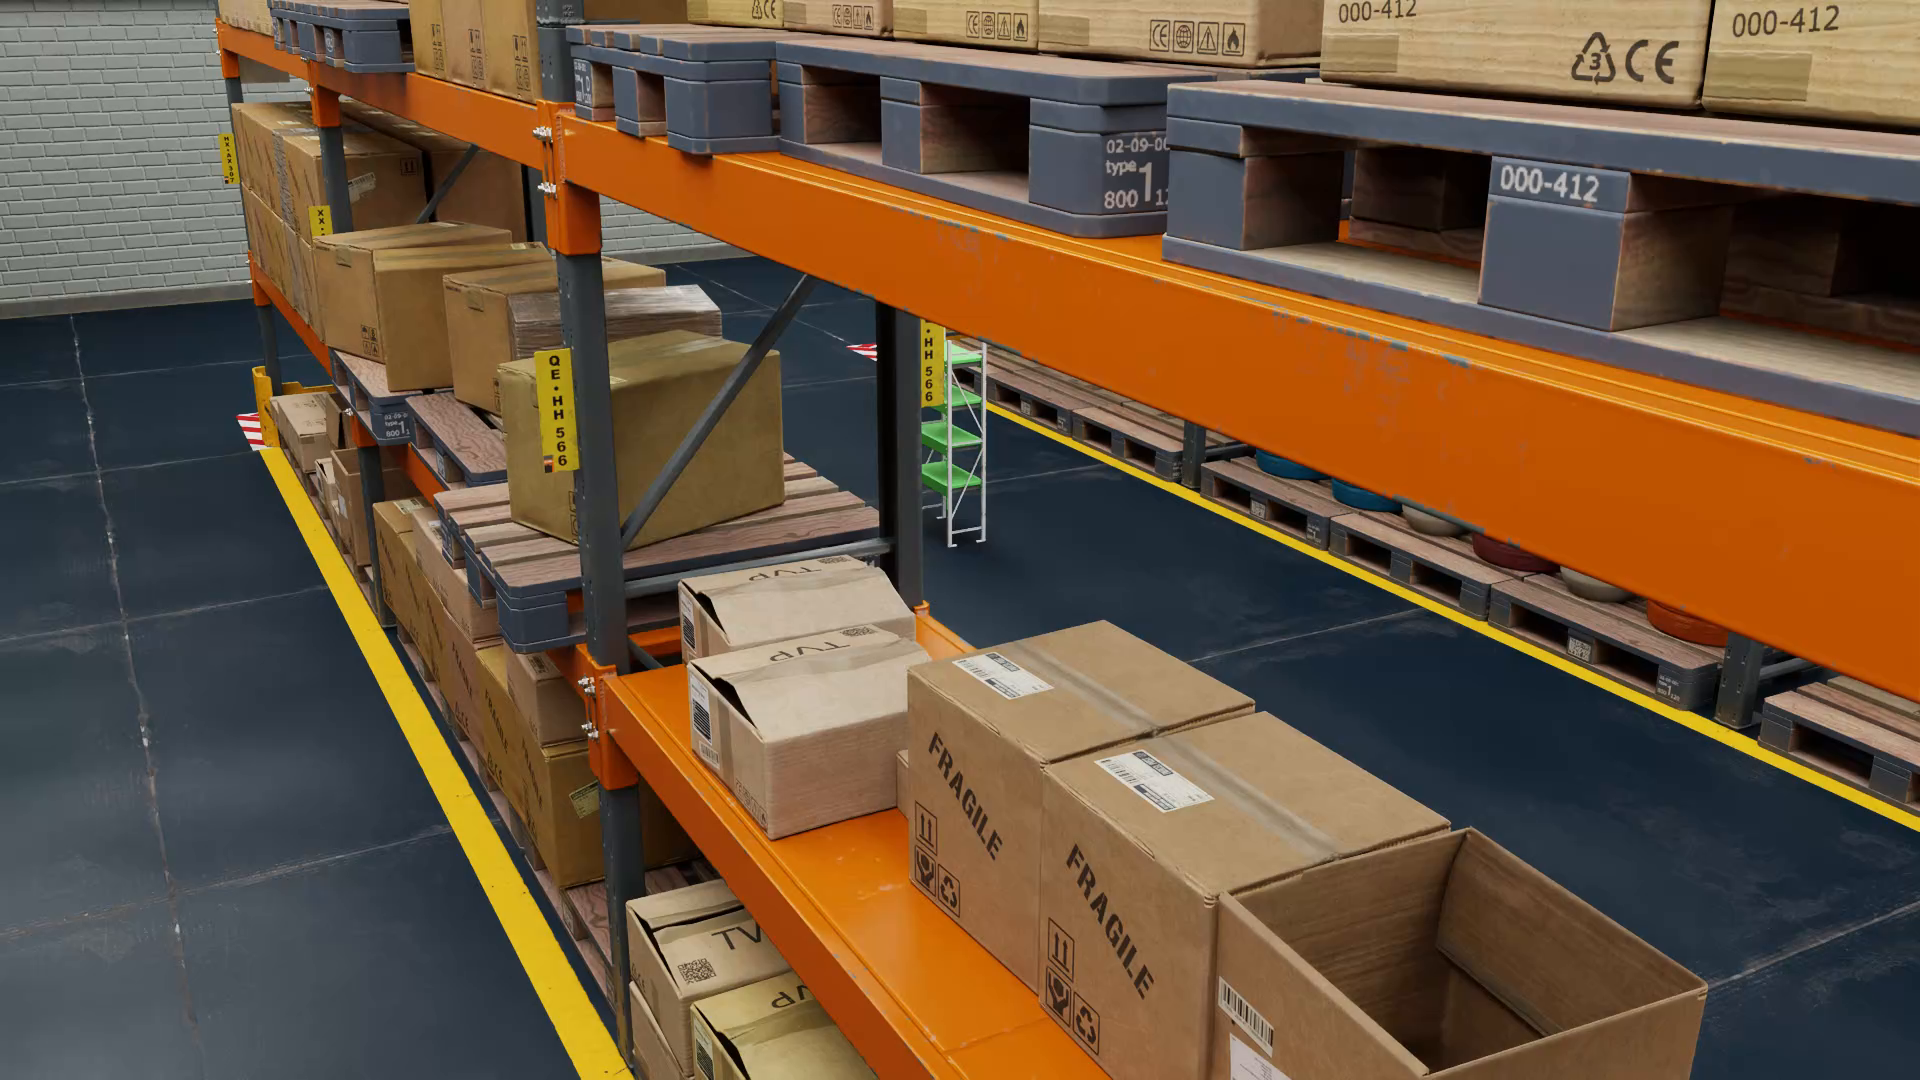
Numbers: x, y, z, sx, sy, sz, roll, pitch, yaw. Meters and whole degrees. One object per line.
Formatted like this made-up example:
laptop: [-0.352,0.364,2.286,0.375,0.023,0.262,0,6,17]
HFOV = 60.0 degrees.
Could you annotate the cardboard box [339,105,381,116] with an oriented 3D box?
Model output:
cardboard box: [-3.683,-2.500,10.592,0.500,0.500,0.500,-9,21,-25]

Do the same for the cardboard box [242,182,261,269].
cardboard box: [-4.399,-2.089,10.934,0.500,0.500,0.500,-9,21,-26]

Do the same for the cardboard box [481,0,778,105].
cardboard box: [-0.815,-1.499,4.625,0.910,0.500,0.500,-10,21,-27]

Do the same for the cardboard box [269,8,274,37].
cardboard box: [-3.171,-2.652,8.351,0.500,0.250,0.500,-10,21,-27]

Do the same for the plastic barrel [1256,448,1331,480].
plastic barrel: [2.126,-0.876,10.144,0.600,0.901,0.708,-10,21,-27]

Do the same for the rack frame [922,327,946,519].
rack frame: [-0.194,-0.685,9.776,0.240,1.200,0.015,-10,21,-27]

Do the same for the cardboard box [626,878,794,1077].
cardboard box: [-0.588,1.118,4.503,0.500,0.311,0.500,-9,21,-25]

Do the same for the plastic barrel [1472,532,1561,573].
plastic barrel: [2.999,-0.200,8.666,0.600,0.588,0.708,-10,21,-27]

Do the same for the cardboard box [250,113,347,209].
cardboard box: [-3.911,-2.269,9.921,0.500,0.500,0.500,-10,21,-26]

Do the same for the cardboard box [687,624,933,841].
cardboard box: [-0.324,0.415,3.966,0.500,0.311,0.500,-10,22,-27]

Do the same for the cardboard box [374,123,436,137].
cardboard box: [-2.943,-2.056,9.306,0.500,0.500,0.500,-11,22,-28]

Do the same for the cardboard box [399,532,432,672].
cardboard box: [-2.200,0.240,7.495,0.500,0.500,0.500,-10,21,-26]

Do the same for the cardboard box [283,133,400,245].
cardboard box: [-3.192,-1.833,8.660,0.500,0.500,0.500,-10,22,-28]

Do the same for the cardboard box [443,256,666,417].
cardboard box: [-1.585,-0.810,6.583,0.700,0.500,0.500,-17,25,-40]

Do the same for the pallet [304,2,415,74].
pallet: [-1.735,-1.896,6.216,1.213,0.211,1.003,-10,21,-27]

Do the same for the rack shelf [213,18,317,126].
rack shelf: [-3.428,-2.714,9.402,1.077,0.370,4.000,-10,21,-27]

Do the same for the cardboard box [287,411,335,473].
cardboard box: [-3.894,-0.631,10.403,0.500,0.250,0.500,-10,21,-27]

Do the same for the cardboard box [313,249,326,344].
cardboard box: [-2.941,-1.213,8.394,0.500,0.500,0.500,-10,21,-26]

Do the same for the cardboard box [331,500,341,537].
cardboard box: [-3.229,-0.140,9.135,0.380,0.149,0.250,-10,21,-27]

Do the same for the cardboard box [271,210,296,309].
cardboard box: [-3.677,-1.654,9.672,0.500,0.500,0.500,-10,21,-26]

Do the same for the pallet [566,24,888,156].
pallet: [-0.178,-1.061,3.799,1.213,0.211,1.003,-9,21,-24]

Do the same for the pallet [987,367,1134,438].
pallet: [0.916,-1.066,12.396,1.003,0.211,1.213,-10,21,-27]

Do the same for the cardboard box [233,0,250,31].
cardboard box: [-3.892,-3.081,9.594,0.500,0.250,0.500,-10,21,-27]

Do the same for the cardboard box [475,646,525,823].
cardboard box: [-1.475,0.679,6.222,0.500,0.500,0.500,-11,22,-29]

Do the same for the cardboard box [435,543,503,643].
cardboard box: [-1.749,0.165,6.563,0.500,0.250,0.500,-10,22,-28]

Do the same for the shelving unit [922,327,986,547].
shelving unit: [-0.079,-0.615,9.573,0.258,1.200,0.503,-10,21,-27]

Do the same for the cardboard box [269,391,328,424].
cardboard box: [-4.481,-0.897,11.328,0.380,0.149,0.250,-10,21,-27]

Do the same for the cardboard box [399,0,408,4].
cardboard box: [-1.668,-2.234,5.959,0.600,0.600,0.600,-11,22,-29]

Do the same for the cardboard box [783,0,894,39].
cardboard box: [-0.049,-1.190,3.469,0.500,0.250,0.500,-9,21,-25]

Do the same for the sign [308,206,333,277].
sign: [-2.952,-1.385,7.719,0.100,0.325,0.005,-10,21,-27]

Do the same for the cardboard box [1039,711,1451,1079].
cardboard box: [0.483,0.669,2.940,0.500,0.500,0.500,-10,21,-27]

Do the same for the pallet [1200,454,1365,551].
pallet: [2.213,-0.282,10.125,1.003,0.211,1.213,-10,21,-27]

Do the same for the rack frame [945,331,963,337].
rack frame: [-0.016,-2.976,13.658,1.000,3.000,0.127,-10,21,-27]

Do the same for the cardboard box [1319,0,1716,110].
cardboard box: [0.774,-0.646,1.894,0.500,0.250,0.500,-12,23,-32]

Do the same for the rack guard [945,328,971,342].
rack guard: [-0.039,-1.800,14.080,1.175,0.500,0.348,-10,21,-27]

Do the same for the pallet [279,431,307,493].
pallet: [-3.962,-0.641,11.167,1.003,0.211,1.213,-10,21,-27]

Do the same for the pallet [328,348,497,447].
pallet: [-2.195,-0.725,7.428,1.003,0.211,1.213,-10,21,-27]

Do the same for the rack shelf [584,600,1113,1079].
rack shelf: [0.371,1.001,3.236,1.077,0.370,4.000,-10,21,-27]

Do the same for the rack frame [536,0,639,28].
rack frame: [-0.578,-2.749,3.804,1.000,3.000,0.127,-10,21,-27]

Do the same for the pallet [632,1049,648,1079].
pallet: [-0.222,1.647,4.535,1.003,0.211,1.213,-10,21,-27]

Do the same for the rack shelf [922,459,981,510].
rack shelf: [-0.079,-0.327,9.673,0.258,0.148,0.480,-10,21,-27]

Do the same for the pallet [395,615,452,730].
pallet: [-2.058,0.484,7.905,1.003,0.211,1.213,-10,21,-27]
